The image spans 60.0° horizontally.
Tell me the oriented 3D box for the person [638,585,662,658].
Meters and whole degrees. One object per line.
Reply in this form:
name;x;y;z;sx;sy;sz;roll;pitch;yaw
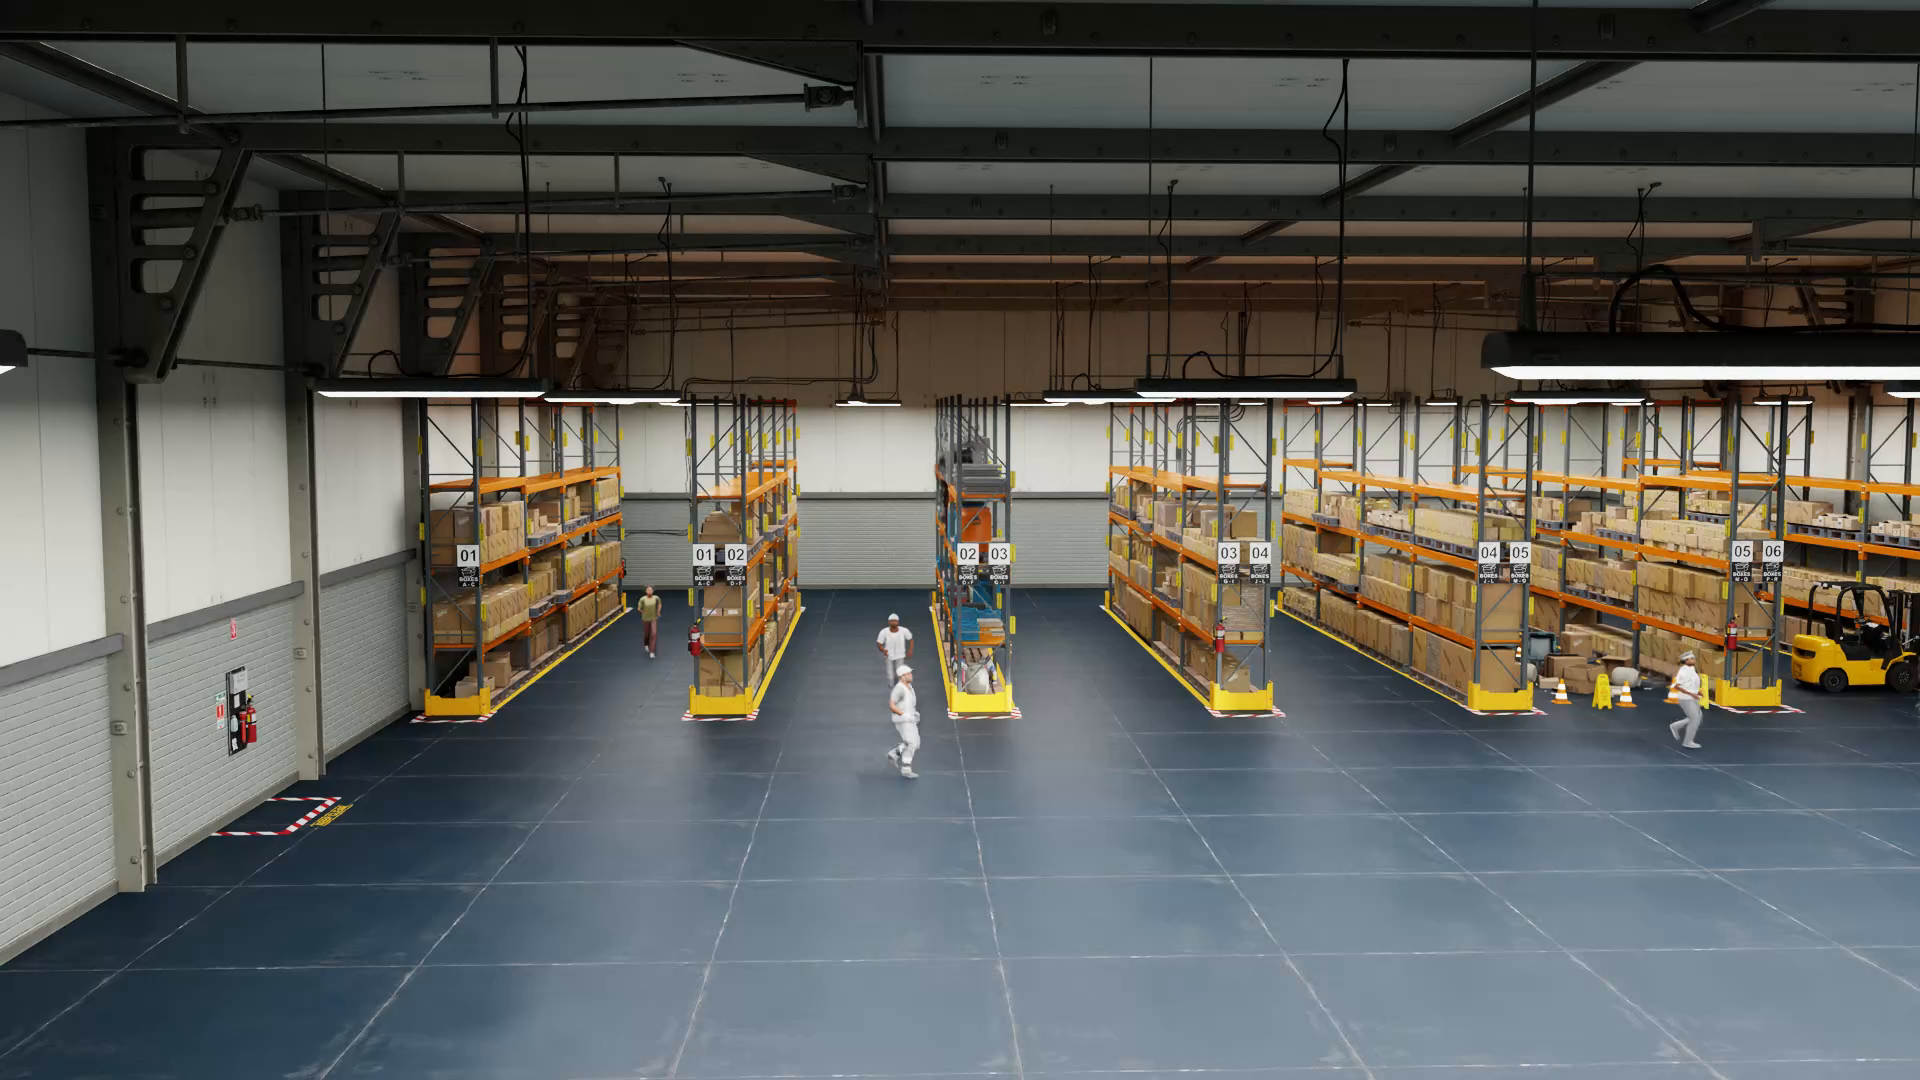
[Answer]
person;-7.191;1.859;38.554;0.562;1.656;0.926;-1;5;-15

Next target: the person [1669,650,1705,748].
person;12.302;2.683;28.165;0.573;1.645;0.574;4;6;44

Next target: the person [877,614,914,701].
person;-1.258;2.299;32.449;0.733;1.720;0.582;0;5;-5

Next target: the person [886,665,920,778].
person;-0.916;2.816;25.830;0.596;1.751;0.666;2;5;20
